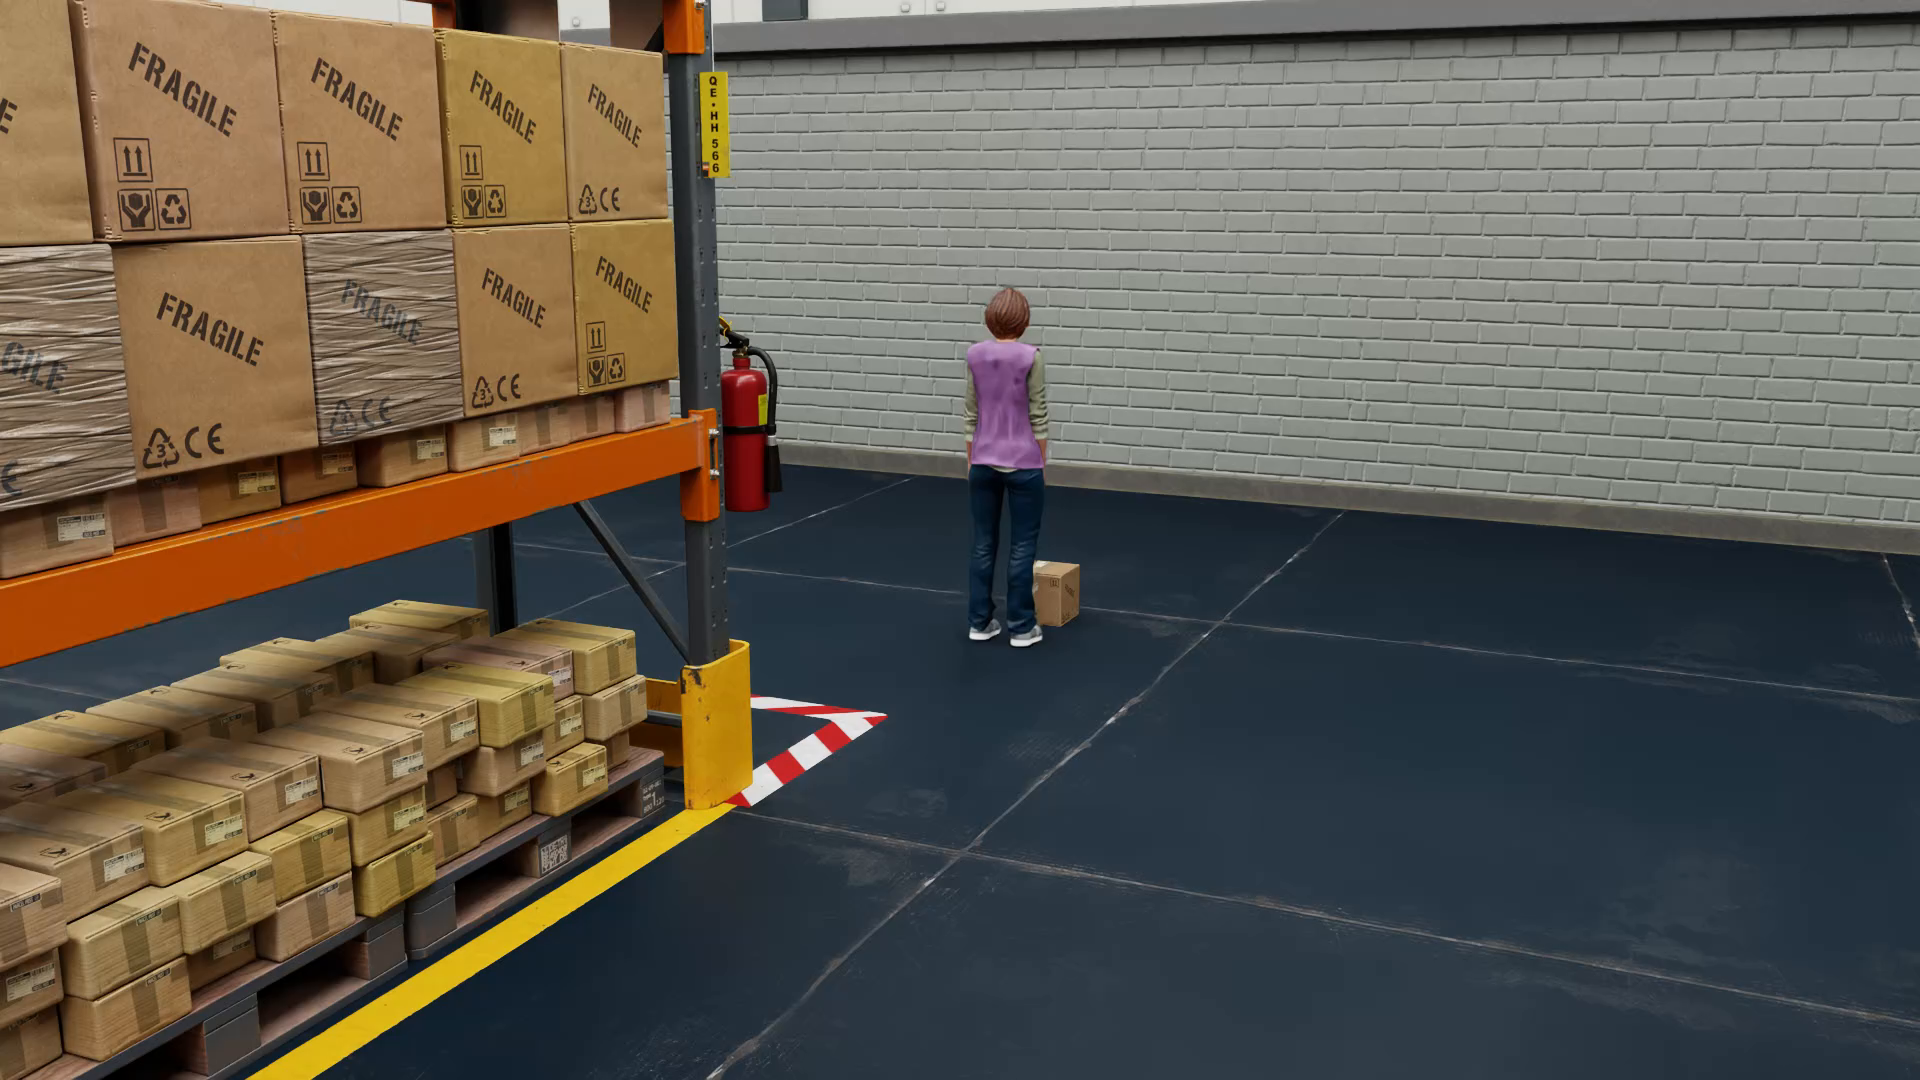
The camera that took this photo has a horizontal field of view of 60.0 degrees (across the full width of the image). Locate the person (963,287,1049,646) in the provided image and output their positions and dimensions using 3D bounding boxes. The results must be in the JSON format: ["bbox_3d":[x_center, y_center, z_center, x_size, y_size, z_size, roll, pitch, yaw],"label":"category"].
[{"bbox_3d":[0.214,-0.317,7.415,0.408,1.604,0.330,6,14,25],"label":"person"}]
